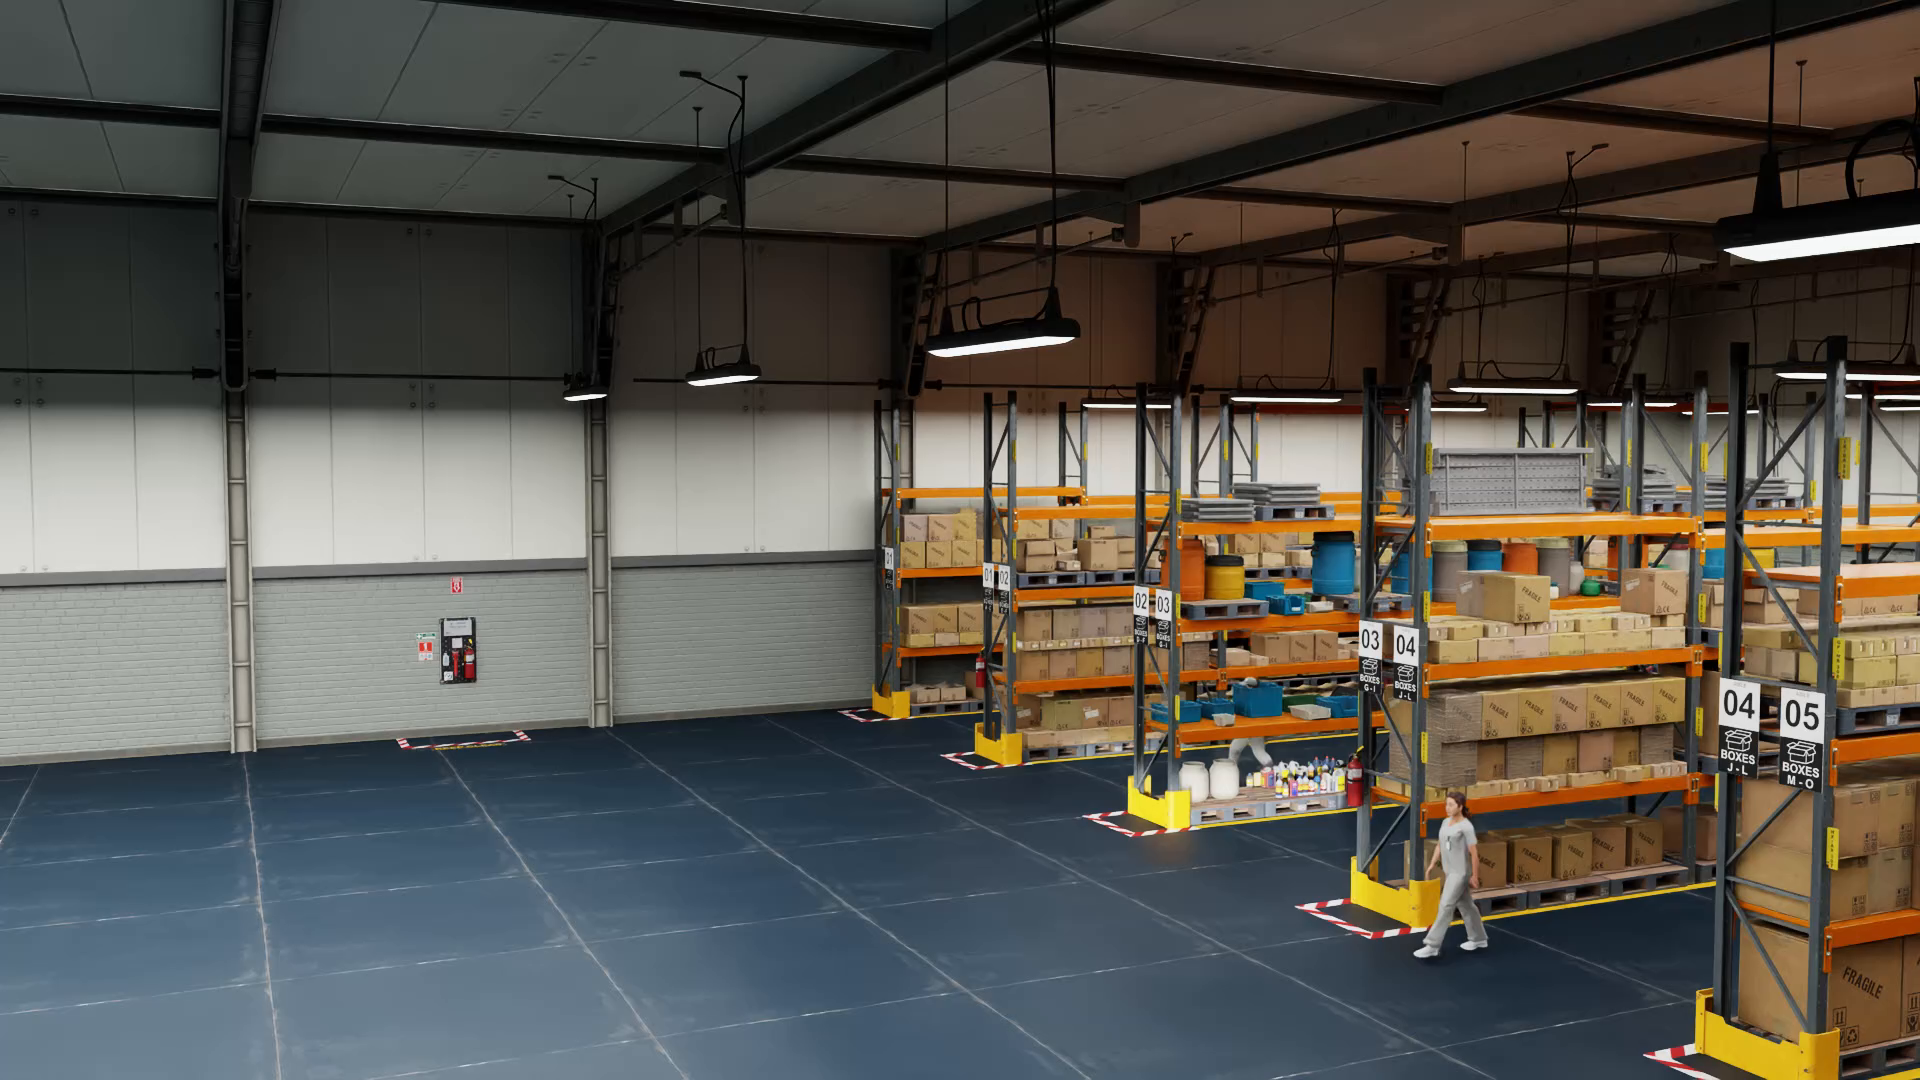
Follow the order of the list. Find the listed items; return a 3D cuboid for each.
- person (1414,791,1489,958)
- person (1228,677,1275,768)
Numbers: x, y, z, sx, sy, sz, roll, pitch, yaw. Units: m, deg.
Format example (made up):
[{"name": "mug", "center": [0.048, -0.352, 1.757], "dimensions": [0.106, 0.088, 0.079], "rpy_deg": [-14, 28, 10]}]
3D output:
[{"name": "person", "center": [4.917, 3.347, 16.739], "dimensions": [0.955, 1.627, 0.484], "rpy_deg": [-1, 3, -13]}, {"name": "person", "center": [4.360, 2.879, 25.223], "dimensions": [1.001, 1.603, 0.478], "rpy_deg": [-1, 3, -13]}]
